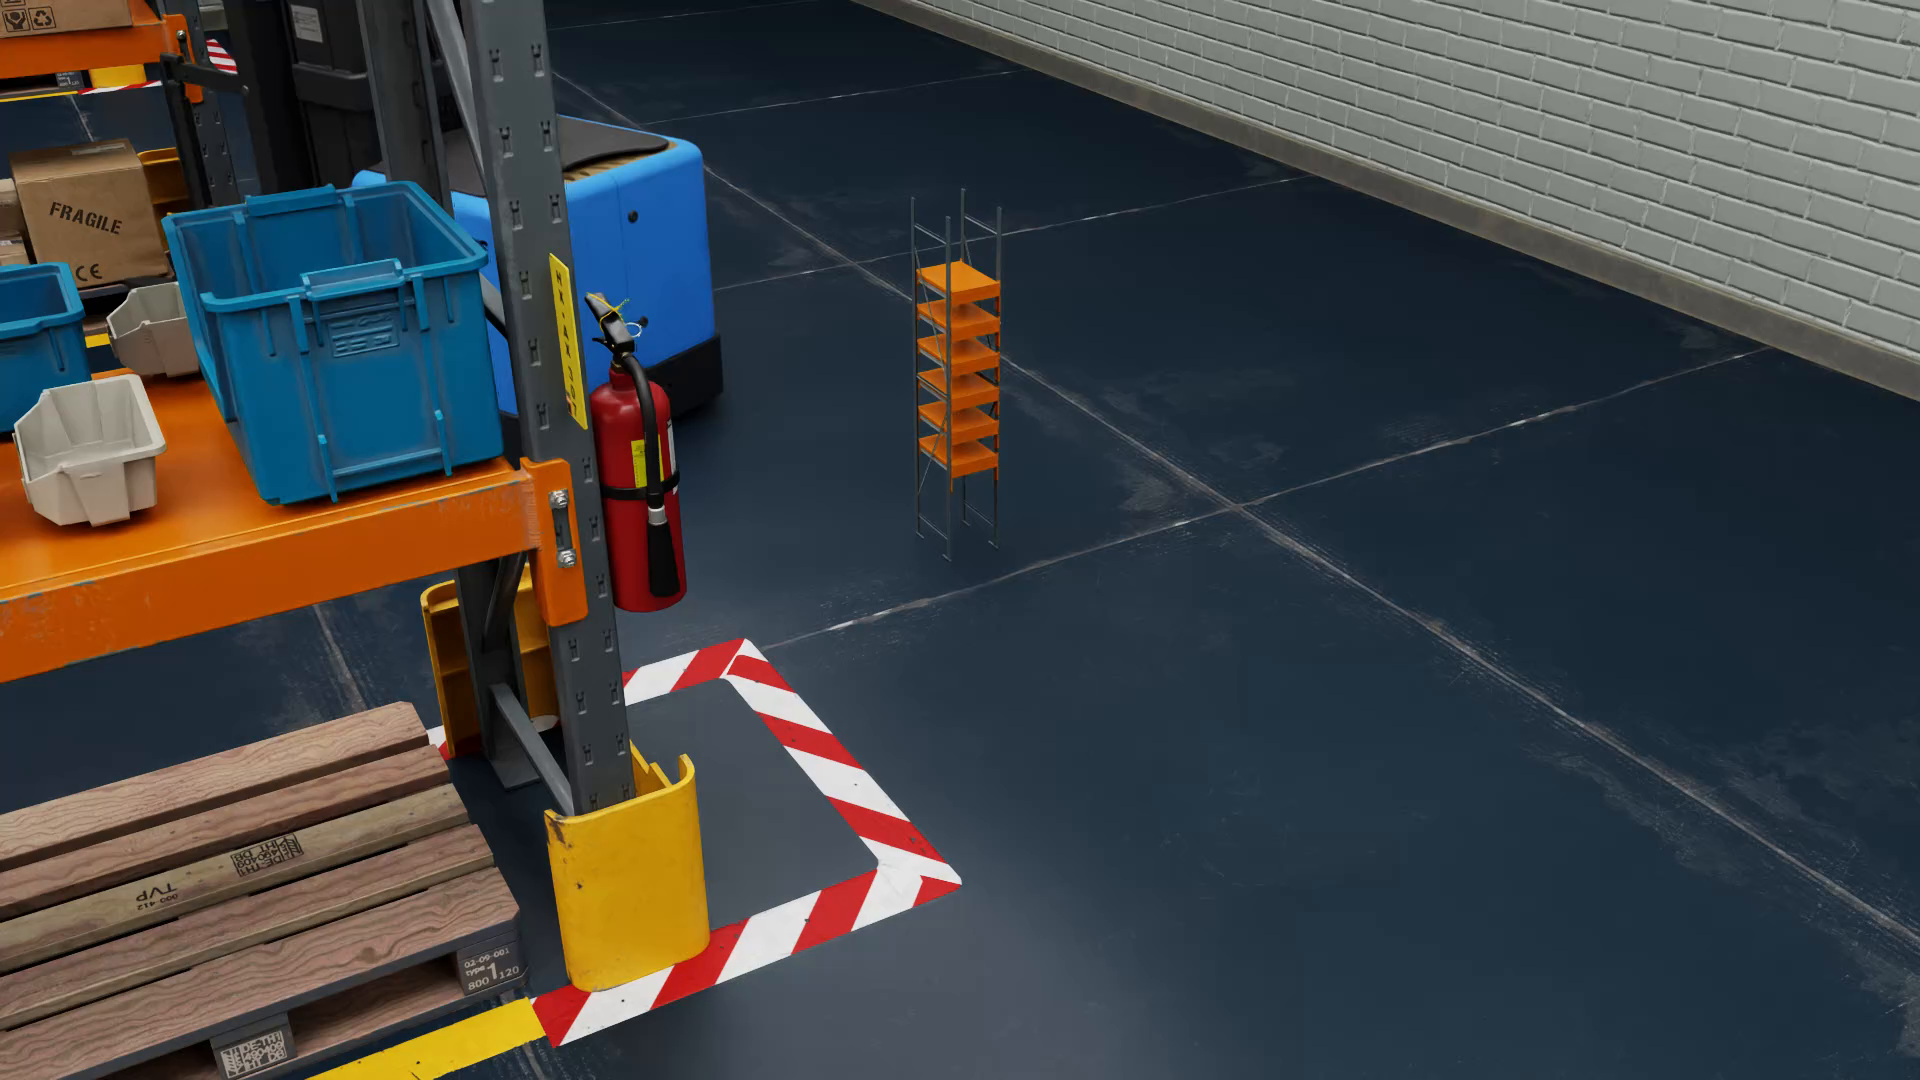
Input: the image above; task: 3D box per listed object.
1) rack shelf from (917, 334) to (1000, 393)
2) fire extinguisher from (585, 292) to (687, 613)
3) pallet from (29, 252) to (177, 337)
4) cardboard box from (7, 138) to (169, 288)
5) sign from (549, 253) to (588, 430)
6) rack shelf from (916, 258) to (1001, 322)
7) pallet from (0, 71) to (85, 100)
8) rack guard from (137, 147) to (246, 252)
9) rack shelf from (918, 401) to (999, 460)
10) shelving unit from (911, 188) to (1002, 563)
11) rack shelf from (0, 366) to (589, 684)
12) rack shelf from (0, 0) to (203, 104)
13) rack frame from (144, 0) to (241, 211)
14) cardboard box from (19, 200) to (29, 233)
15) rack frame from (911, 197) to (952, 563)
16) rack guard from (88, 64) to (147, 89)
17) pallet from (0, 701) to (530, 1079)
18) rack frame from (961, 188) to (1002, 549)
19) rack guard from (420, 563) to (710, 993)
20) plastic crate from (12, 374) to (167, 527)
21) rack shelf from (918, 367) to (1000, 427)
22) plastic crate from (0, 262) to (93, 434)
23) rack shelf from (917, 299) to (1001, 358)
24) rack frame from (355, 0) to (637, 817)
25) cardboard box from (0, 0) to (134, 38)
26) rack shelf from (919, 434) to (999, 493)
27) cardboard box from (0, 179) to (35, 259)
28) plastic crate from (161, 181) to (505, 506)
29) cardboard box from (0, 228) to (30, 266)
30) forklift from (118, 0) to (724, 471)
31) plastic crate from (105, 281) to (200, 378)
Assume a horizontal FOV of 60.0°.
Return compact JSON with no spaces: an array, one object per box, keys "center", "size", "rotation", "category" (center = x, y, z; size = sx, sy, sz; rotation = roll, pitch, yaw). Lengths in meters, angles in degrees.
[{"center":[-0.012,-0.588,5.417],"size":[0.180,0.103,0.258],"rotation":[-16,33,-26],"category":"rack shelf"},{"center":[-0.675,-0.178,3.434],"size":[0.183,0.674,0.296],"rotation":[-16,33,-26],"category":"fire extinguisher"},{"center":[-4.294,-1.157,7.628],"size":[1.213,0.211,1.003],"rotation":[-16,33,-26],"category":"pallet"},{"center":[-3.886,-1.455,7.413],"size":[0.500,0.500,0.500],"rotation":[-16,33,-26],"category":"cardboard box"},{"center":[-0.743,-0.374,3.154],"size":[0.005,0.325,0.100],"rotation":[-16,33,-26],"category":"sign"},{"center":[-0.012,-0.798,5.301],"size":[0.180,0.103,0.258],"rotation":[-16,33,-26],"category":"rack shelf"},{"center":[-6.704,-3.205,11.340],"size":[1.213,0.211,1.003],"rotation":[-16,33,-26],"category":"pallet"},{"center":[-3.607,-1.479,7.913],"size":[0.348,0.500,1.175],"rotation":[-16,33,-26],"category":"rack guard"},{"center":[-0.012,-0.378,5.533],"size":[0.180,0.103,0.258],"rotation":[-16,33,-26],"category":"rack shelf"},{"center":[-0.012,-0.522,5.454],"size":[0.189,1.200,0.258],"rotation":[-16,33,-26],"category":"shelving unit"},{"center":[-2.760,0.277,2.888],"size":[4.000,0.370,1.077],"rotation":[-16,33,-26],"category":"rack shelf"},{"center":[-5.266,-1.788,6.629],"size":[4.000,0.370,1.077],"rotation":[-16,33,-26],"category":"rack shelf"},{"center":[-3.542,-2.592,7.342],"size":[0.127,3.000,1.000],"rotation":[-16,33,-26],"category":"rack frame"},{"center":[-4.292,-1.524,7.883],"size":[0.250,0.166,0.380],"rotation":[-16,33,-26],"category":"cardboard box"},{"center":[-0.091,-0.499,5.413],"size":[0.006,1.200,0.240],"rotation":[-16,33,-26],"category":"rack frame"},{"center":[-6.034,-3.566,11.695],"size":[0.348,0.500,1.175],"rotation":[-16,33,-26],"category":"rack guard"},{"center":[-1.766,0.879,3.939],"size":[1.213,0.211,1.003],"rotation":[-16,33,-26],"category":"pallet"},{"center":[0.066,-0.544,5.494],"size":[0.006,1.200,0.240],"rotation":[-16,33,-26],"category":"rack frame"},{"center":[-1.021,0.555,4.226],"size":[0.348,0.500,1.175],"rotation":[-16,33,-26],"category":"rack guard"},{"center":[-1.647,-0.163,3.153],"size":[0.243,0.136,0.396],"rotation":[-16,33,-26],"category":"plastic crate"},{"center":[-0.012,-0.483,5.475],"size":[0.180,0.103,0.258],"rotation":[-16,33,-26],"category":"rack shelf"},{"center":[-1.983,-0.396,3.475],"size":[0.300,0.233,0.416],"rotation":[-16,33,-26],"category":"plastic crate"},{"center":[-0.012,-0.693,5.359],"size":[0.180,0.103,0.258],"rotation":[-16,33,-26],"category":"rack shelf"},{"center":[-1.035,-0.528,3.602],"size":[0.127,3.000,1.000],"rotation":[-16,33,-26],"category":"rack frame"},{"center":[-3.790,-2.413,6.914],"size":[0.500,0.500,0.500],"rotation":[-15,32,-25],"category":"cardboard box"},{"center":[-0.012,-0.273,5.591],"size":[0.180,0.103,0.258],"rotation":[-16,33,-26],"category":"rack shelf"},{"center":[-4.585,-1.443,7.652],"size":[0.500,0.250,0.500],"rotation":[-16,33,-26],"category":"cardboard box"},{"center":[-1.229,-0.410,3.289],"size":[0.499,0.435,0.616],"rotation":[-16,33,-26],"category":"plastic crate"},{"center":[-4.280,-1.247,7.382],"size":[0.250,0.166,0.380],"rotation":[-16,33,-26],"category":"cardboard box"},{"center":[-2.460,-2.038,6.409],"size":[3.031,2.935,1.130],"rotation":[18,34,29],"category":"forklift"},{"center":[-1.734,-0.471,3.710],"size":[0.298,0.136,0.250],"rotation":[-16,33,-26],"category":"plastic crate"}]
